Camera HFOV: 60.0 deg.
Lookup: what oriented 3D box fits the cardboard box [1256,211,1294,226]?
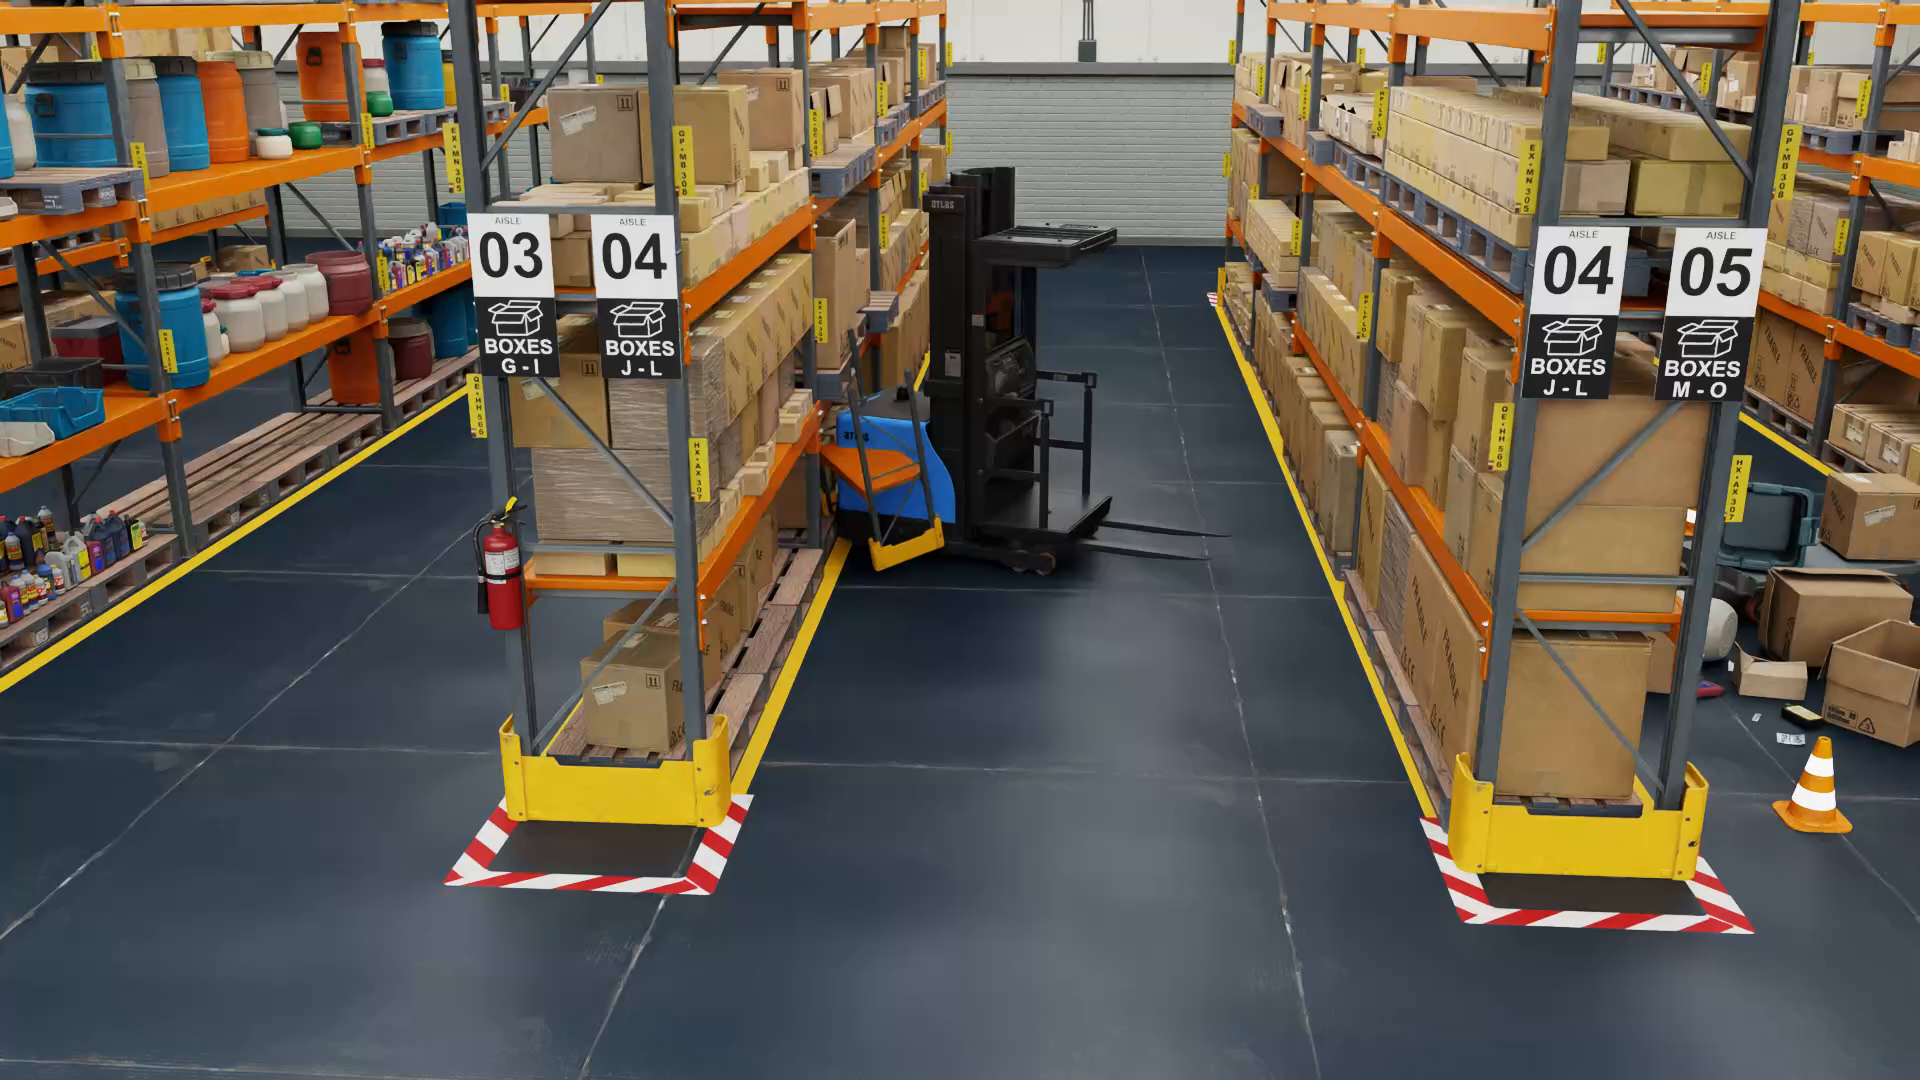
[{"bbox_3d":[3.398,-3.461,17.942,0.380,0.149,0.250,1,18,3],"label":"cardboard box"}]

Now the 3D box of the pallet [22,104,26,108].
[{"bbox_3d":[-11.050,-4.711,18.467,1.213,0.211,1.003,1,18,4],"label":"pallet"}]

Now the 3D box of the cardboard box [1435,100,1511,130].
[{"bbox_3d":[2.911,-2.403,9.410,0.380,0.149,0.250,1,18,4],"label":"cardboard box"}]

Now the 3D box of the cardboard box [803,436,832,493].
[{"bbox_3d":[-1.437,-0.550,13.593,0.700,0.500,0.500,1,18,4],"label":"cardboard box"}]

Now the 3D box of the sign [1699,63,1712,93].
[{"bbox_3d":[8.349,-5.175,18.625,0.100,0.325,0.005,1,18,4],"label":"sign"}]

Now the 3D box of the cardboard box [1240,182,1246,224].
[{"bbox_3d":[3.787,-4.195,20.769,0.500,0.500,0.500,1,18,4],"label":"cardboard box"}]

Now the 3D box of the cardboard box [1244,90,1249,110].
[{"bbox_3d":[3.844,-5.513,20.853,0.500,0.250,0.500,1,18,4],"label":"cardboard box"}]

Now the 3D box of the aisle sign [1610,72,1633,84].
[{"bbox_3d":[8.906,-5.961,22.623,0.394,0.787,0.004,1,18,4],"label":"aisle sign"}]

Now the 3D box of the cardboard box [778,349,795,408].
[{"bbox_3d":[-1.649,-1.241,11.756,0.875,0.500,0.500,1,18,4],"label":"cardboard box"}]

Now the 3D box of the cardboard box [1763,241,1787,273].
[{"bbox_3d":[8.447,-2.853,16.752,0.500,0.250,0.500,1,18,2],"label":"cardboard box"}]

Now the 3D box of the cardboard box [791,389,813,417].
[{"bbox_3d":[-1.277,-0.998,12.056,0.380,0.149,0.250,1,18,4],"label":"cardboard box"}]

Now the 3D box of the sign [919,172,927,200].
[{"bbox_3d":[-0.440,-4.179,19.628,0.100,0.325,0.005,1,18,4],"label":"sign"}]

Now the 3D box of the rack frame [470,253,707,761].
[{"bbox_3d":[-1.842,0.051,8.449,1.000,3.000,0.127,1,18,4],"label":"rack frame"}]

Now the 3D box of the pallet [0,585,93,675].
[{"bbox_3d":[-6.670,0.611,11.219,1.003,0.211,1.213,1,18,4],"label":"pallet"}]

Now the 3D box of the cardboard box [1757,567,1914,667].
[{"bbox_3d":[5.702,0.502,10.866,0.797,0.637,0.503,1,18,4],"label":"cardboard box"}]

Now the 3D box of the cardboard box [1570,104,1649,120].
[{"bbox_3d":[3.550,-2.309,9.124,0.380,0.149,0.250,2,18,5],"label":"cardboard box"}]

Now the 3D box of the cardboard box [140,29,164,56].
[{"bbox_3d":[-10.658,-6.305,21.265,0.700,0.500,0.500,1,18,4],"label":"cardboard box"}]

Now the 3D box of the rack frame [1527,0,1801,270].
[{"bbox_3d":[3.098,-2.657,7.081,1.000,3.000,0.127,1,18,4],"label":"rack frame"}]

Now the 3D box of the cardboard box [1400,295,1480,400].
[{"bbox_3d":[3.225,-1.181,10.236,0.875,0.550,0.550,1,18,4],"label":"cardboard box"}]

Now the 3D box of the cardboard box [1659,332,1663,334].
[{"bbox_3d":[9.055,-2.629,20.069,0.875,0.438,0.875,1,18,3],"label":"cardboard box"}]

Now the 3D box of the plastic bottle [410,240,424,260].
[{"bbox_3d":[-5.902,-3.089,18.114,0.144,0.351,0.185,1,18,4],"label":"plastic bottle"}]

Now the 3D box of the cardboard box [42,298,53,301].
[{"bbox_3d":[-11.167,-2.608,19.874,0.500,0.500,0.500,2,18,5],"label":"cardboard box"}]

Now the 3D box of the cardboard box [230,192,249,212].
[{"bbox_3d":[-10.370,-4.881,23.342,0.500,0.500,0.500,1,18,4],"label":"cardboard box"}]

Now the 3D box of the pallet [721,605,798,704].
[{"bbox_3d":[-1.653,0.723,10.876,1.003,0.211,1.213,1,18,4],"label":"pallet"}]

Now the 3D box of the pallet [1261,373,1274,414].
[{"bbox_3d":[3.819,-1.587,17.926,1.003,0.211,1.213,1,18,4],"label":"pallet"}]

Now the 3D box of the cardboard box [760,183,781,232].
[{"bbox_3d":[-1.406,-2.077,10.369,0.500,0.250,0.500,1,18,4],"label":"cardboard box"}]

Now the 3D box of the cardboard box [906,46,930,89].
[{"bbox_3d":[-0.763,-5.966,21.001,0.700,0.500,0.500,2,18,6],"label":"cardboard box"}]

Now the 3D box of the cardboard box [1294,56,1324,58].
[{"bbox_3d":[4.382,-5.970,20.805,0.380,0.149,0.250,1,18,2],"label":"cardboard box"}]

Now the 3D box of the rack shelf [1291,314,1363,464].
[{"bbox_3d":[3.528,-1.328,13.815,1.077,0.370,4.000,1,18,4],"label":"rack shelf"}]

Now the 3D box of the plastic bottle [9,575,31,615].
[{"bbox_3d":[-6.317,0.366,11.165,0.097,0.271,0.097,0,18,0],"label":"plastic bottle"}]

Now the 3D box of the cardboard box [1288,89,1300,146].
[{"bbox_3d":[3.482,-4.103,16.149,0.500,0.500,0.500,1,18,4],"label":"cardboard box"}]

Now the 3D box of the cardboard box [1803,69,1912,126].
[{"bbox_3d":[8.498,-4.196,15.760,0.700,0.500,0.500,0,18,1],"label":"cardboard box"}]

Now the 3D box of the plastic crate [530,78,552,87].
[{"bbox_3d":[-5.941,-6.278,23.159,0.497,0.269,0.590,1,18,4],"label":"plastic crate"}]

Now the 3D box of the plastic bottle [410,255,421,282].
[{"bbox_3d":[-5.750,-2.872,17.557,0.061,0.283,0.133,1,18,4],"label":"plastic bottle"}]

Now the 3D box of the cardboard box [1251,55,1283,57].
[{"bbox_3d":[3.935,-6.142,21.331,0.380,0.149,0.250,2,18,5],"label":"cardboard box"}]

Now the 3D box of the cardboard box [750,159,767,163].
[{"bbox_3d":[-1.418,-2.302,10.413,0.380,0.149,0.250,2,18,6],"label":"cardboard box"}]

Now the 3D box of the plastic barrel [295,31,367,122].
[{"bbox_3d":[-6.165,-4.549,16.308,0.600,0.830,0.708,1,18,4],"label":"plastic barrel"}]

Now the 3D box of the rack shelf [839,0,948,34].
[{"bbox_3d":[-0.838,-6.616,20.959,1.077,0.370,4.000,1,18,4],"label":"rack shelf"}]

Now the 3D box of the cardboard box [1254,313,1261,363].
[{"bbox_3d":[3.641,-2.322,19.031,0.500,0.500,0.500,2,18,6],"label":"cardboard box"}]

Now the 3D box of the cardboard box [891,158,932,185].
[{"bbox_3d":[-0.617,-4.560,21.080,0.500,0.500,0.500,1,18,2],"label":"cardboard box"}]

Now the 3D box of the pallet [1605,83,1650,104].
[{"bbox_3d":[9.147,-5.849,21.782,1.003,0.211,1.213,1,18,4],"label":"pallet"}]

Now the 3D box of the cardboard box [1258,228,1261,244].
[{"bbox_3d":[3.382,-3.235,17.731,0.380,0.149,0.250,1,18,3],"label":"cardboard box"}]

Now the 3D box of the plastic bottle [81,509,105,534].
[{"bbox_3d":[-6.398,-0.049,12.302,0.144,0.351,0.185,1,18,4],"label":"plastic bottle"}]

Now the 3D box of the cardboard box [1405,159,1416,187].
[{"bbox_3d":[2.966,-2.261,10.257,0.380,0.149,0.250,1,18,3],"label":"cardboard box"}]

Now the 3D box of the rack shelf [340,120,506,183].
[{"bbox_3d":[-6.065,-4.249,17.910,1.077,0.370,4.000,1,18,4],"label":"rack shelf"}]

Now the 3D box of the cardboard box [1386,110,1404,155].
[{"bbox_3d":[3.071,-2.646,10.791,0.500,0.250,0.500,1,18,4],"label":"cardboard box"}]

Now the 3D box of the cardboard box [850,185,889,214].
[{"bbox_3d":[-1.150,-3.387,17.170,0.797,0.503,0.637,2,18,5],"label":"cardboard box"}]

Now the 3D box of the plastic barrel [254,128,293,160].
[{"bbox_3d":[-6.067,-3.503,14.702,0.301,0.262,0.301,0,18,0],"label":"plastic barrel"}]

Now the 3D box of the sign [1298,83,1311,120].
[{"bbox_3d":[3.131,-3.975,15.090,0.100,0.325,0.005,1,18,4],"label":"sign"}]

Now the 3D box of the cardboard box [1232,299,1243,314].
[{"bbox_3d":[3.785,-3.071,21.882,0.380,0.149,0.250,0,18,1],"label":"cardboard box"}]

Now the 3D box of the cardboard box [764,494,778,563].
[{"bbox_3d":[-1.624,-0.079,12.188,0.500,0.500,0.500,1,18,2],"label":"cardboard box"}]

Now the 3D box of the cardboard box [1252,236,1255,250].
[{"bbox_3d":[3.416,-3.260,18.283,0.380,0.149,0.250,1,18,4],"label":"cardboard box"}]

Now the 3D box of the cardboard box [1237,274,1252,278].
[{"bbox_3d":[3.859,-3.420,21.991,0.380,0.149,0.250,2,18,6],"label":"cardboard box"}]

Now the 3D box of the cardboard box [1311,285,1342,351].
[{"bbox_3d":[3.300,-1.891,14.215,0.500,0.500,0.500,1,18,4],"label":"cardboard box"}]

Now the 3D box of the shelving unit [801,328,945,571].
[{"bbox_3d":[-0.716,-0.712,12.736,0.587,1.500,1.083,-21,32,-20],"label":"shelving unit"}]

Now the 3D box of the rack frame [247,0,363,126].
[{"bbox_3d":[-6.209,-5.395,15.435,1.000,3.000,0.127,1,18,4],"label":"rack frame"}]

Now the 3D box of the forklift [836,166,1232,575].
[{"bbox_3d":[0.578,-1.316,12.733,3.031,2.935,1.130,8,20,22],"label":"forklift"}]
